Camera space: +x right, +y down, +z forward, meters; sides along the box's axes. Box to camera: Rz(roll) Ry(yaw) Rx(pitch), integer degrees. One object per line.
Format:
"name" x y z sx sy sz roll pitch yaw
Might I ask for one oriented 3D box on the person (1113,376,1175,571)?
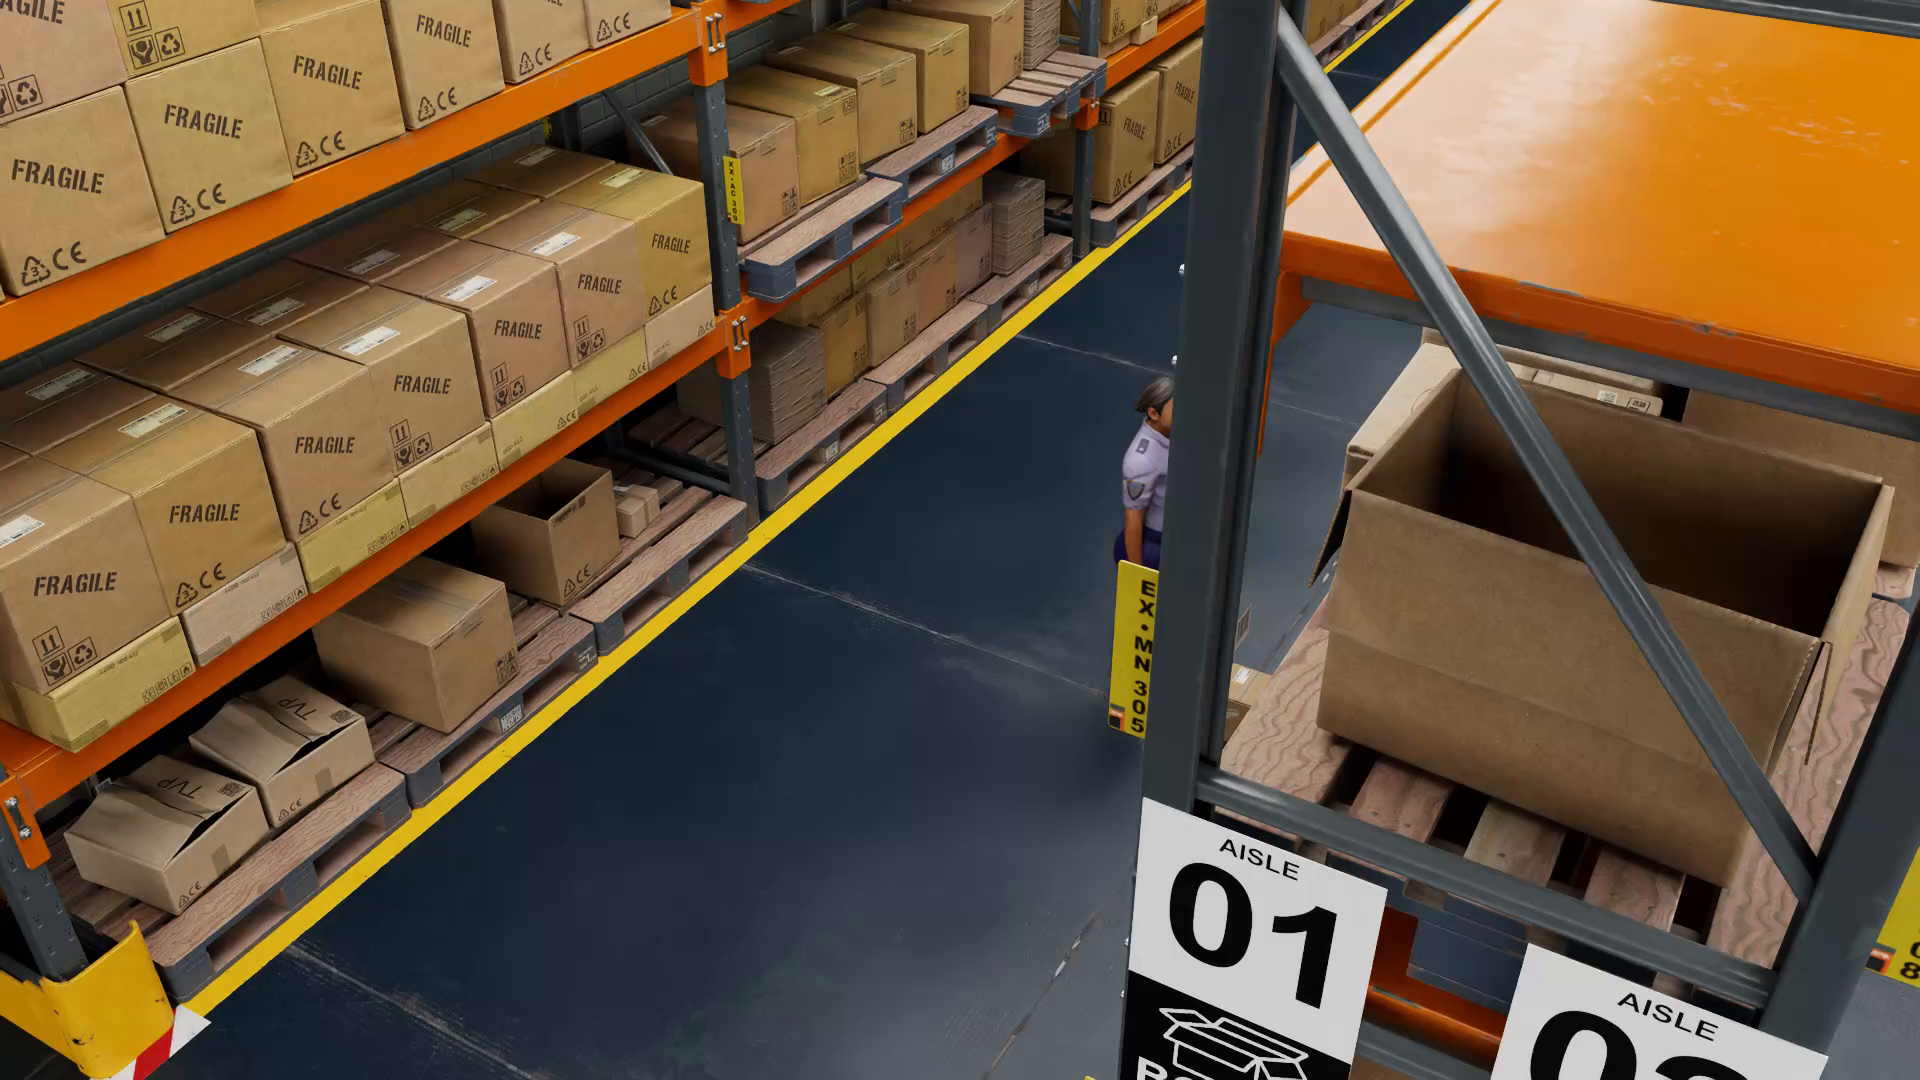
"person" 0.890 0.026 7.336 0.361 1.654 0.511 15 37 20
